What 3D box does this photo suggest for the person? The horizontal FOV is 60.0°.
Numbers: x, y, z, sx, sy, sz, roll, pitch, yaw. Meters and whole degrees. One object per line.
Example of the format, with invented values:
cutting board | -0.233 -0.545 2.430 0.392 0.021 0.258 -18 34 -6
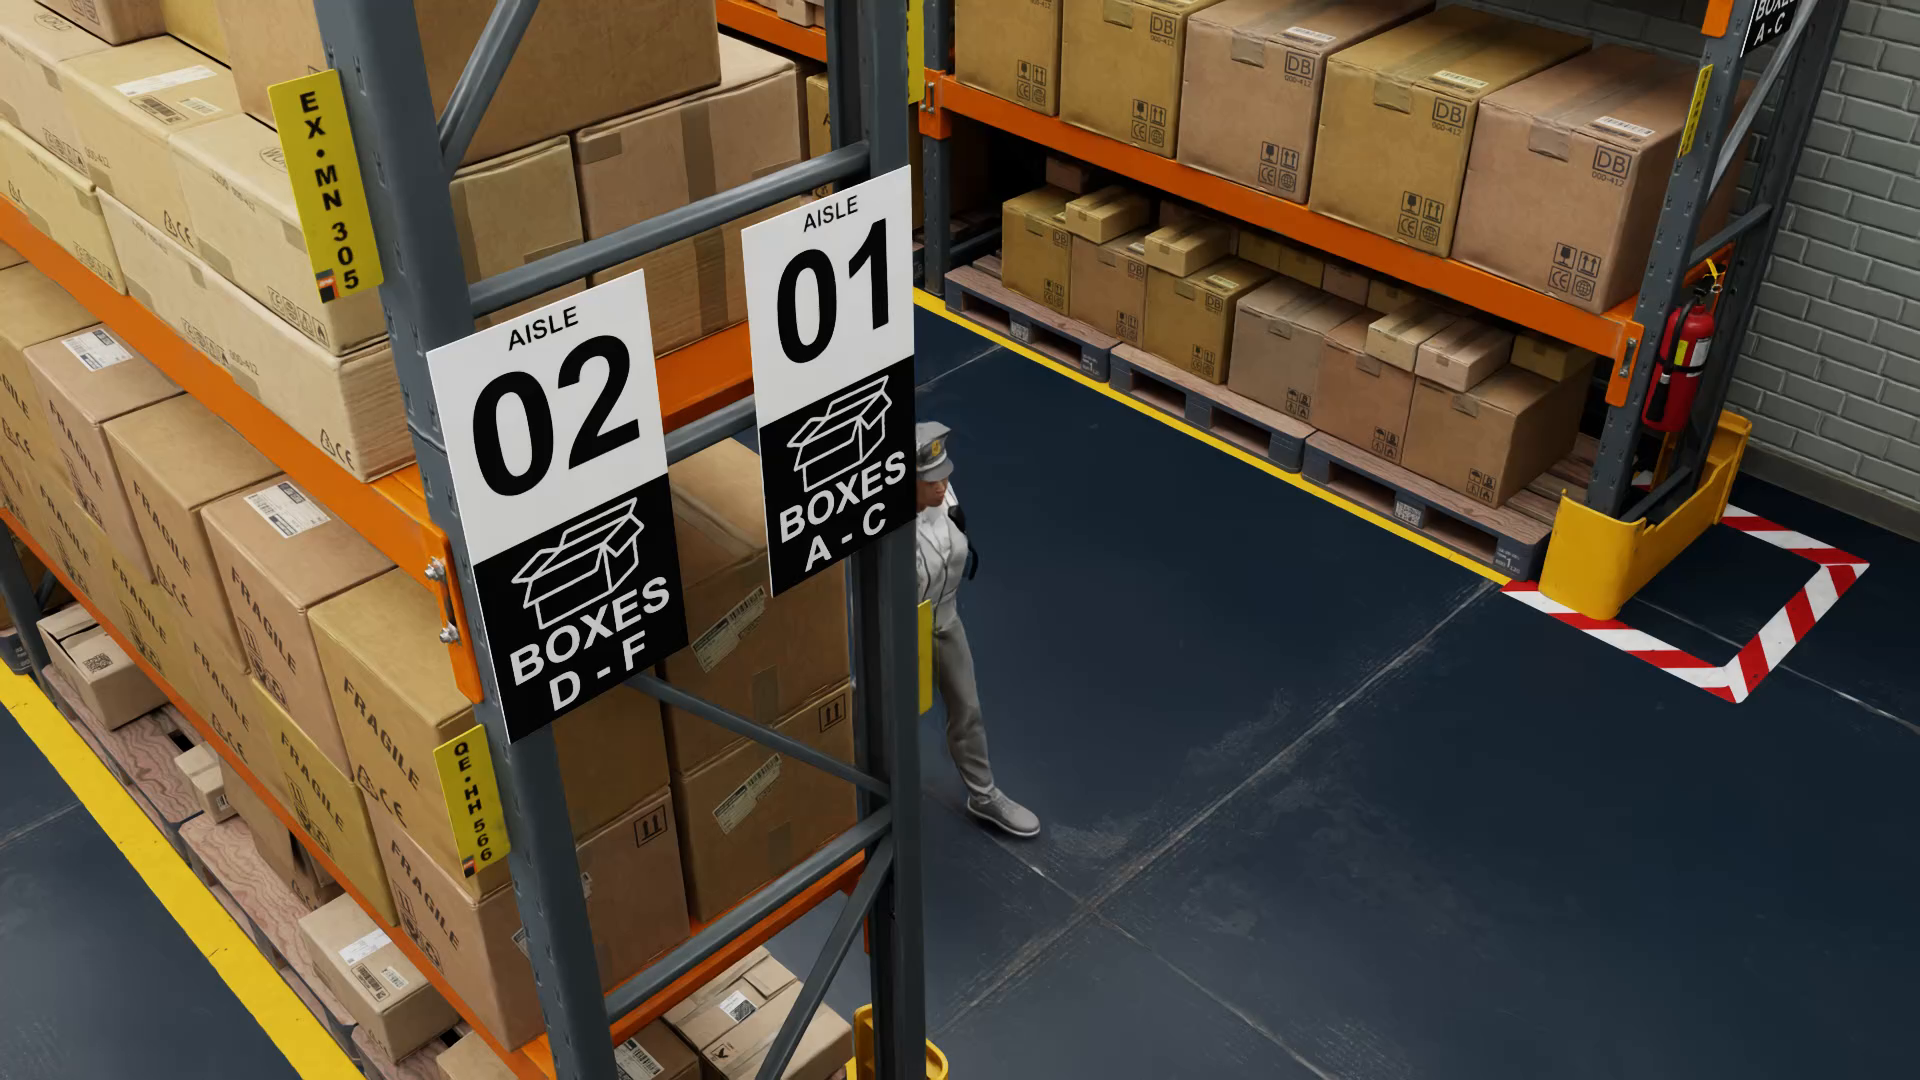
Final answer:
person | -0.146 0.308 5.699 0.846 1.656 0.490 29 45 34
